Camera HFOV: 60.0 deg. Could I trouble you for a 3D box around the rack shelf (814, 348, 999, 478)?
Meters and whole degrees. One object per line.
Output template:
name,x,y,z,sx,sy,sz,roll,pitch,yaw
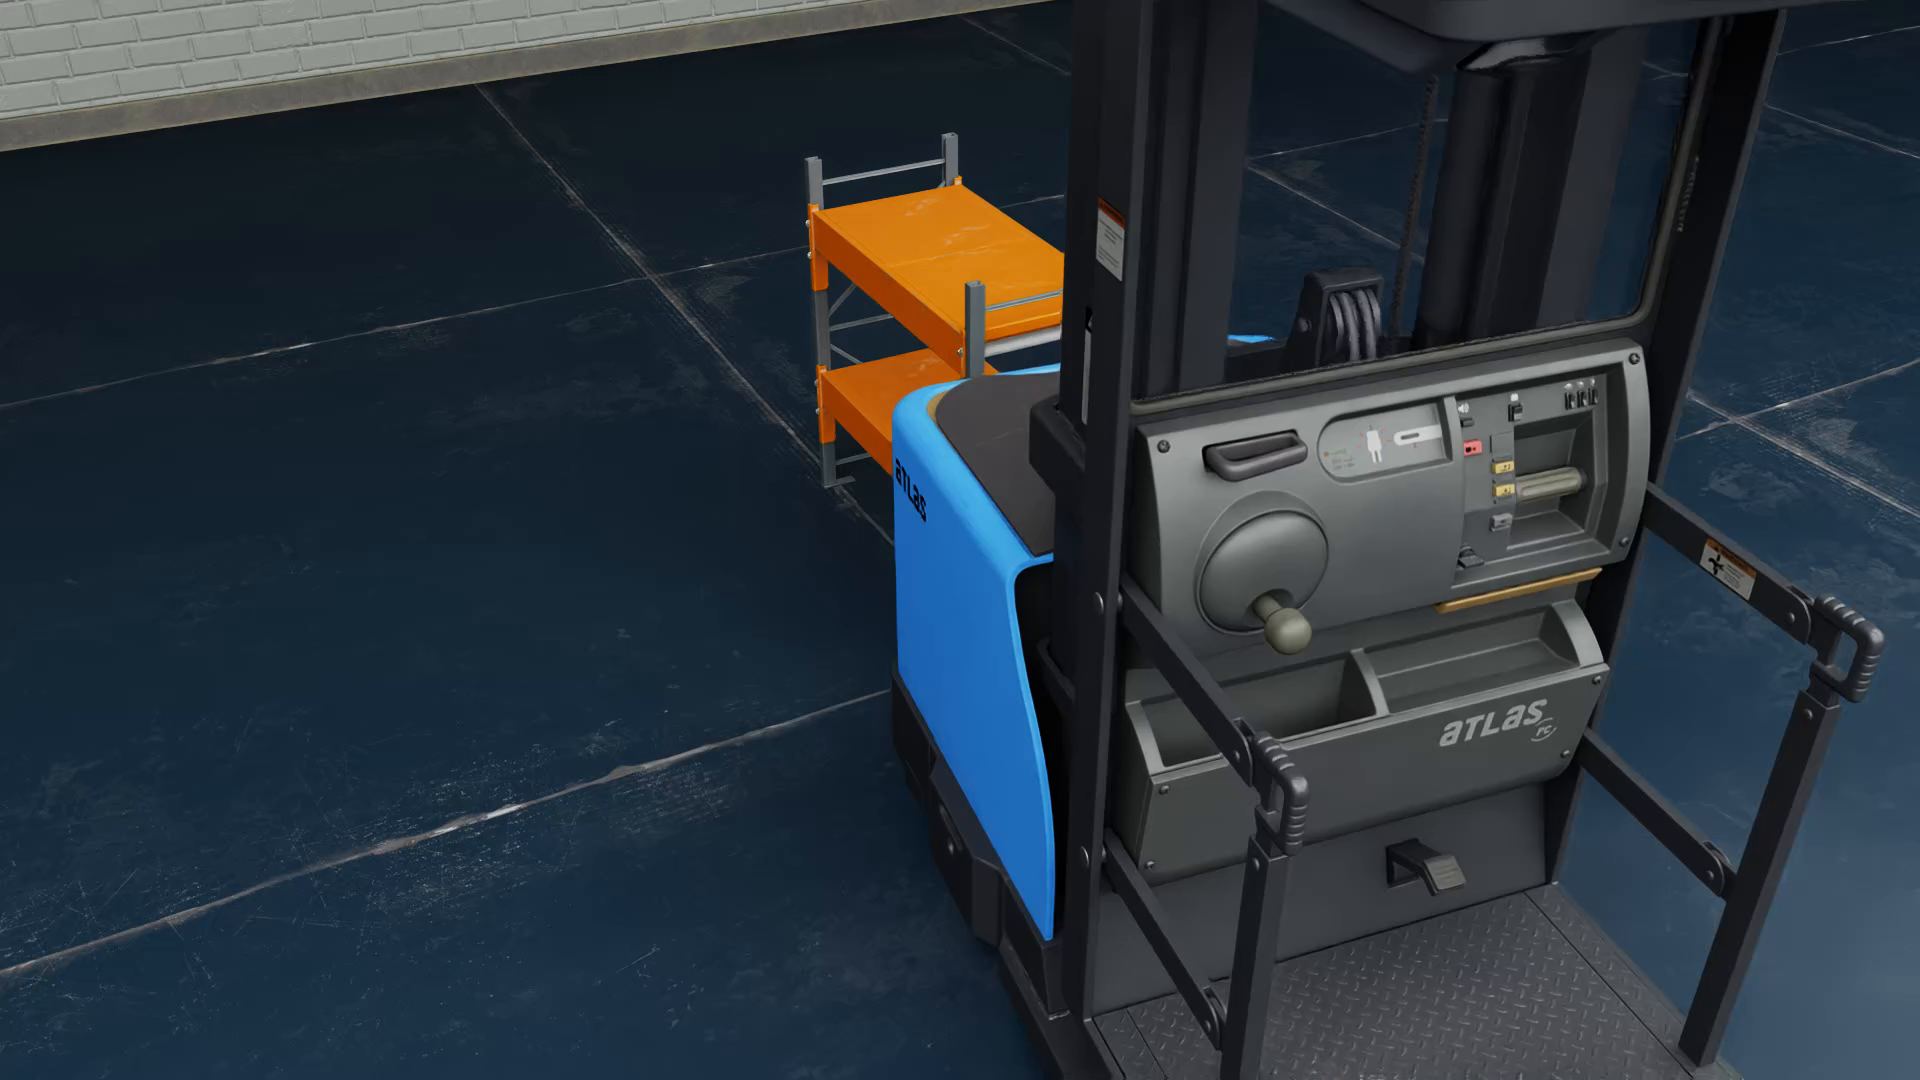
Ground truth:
rack shelf,0.003,-0.265,5.073,0.538,0.278,1.000,-16,36,-23

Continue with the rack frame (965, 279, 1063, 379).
rack frame,0.240,-0.228,4.563,0.500,1.125,0.032,-16,36,-23

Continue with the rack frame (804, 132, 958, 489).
rack frame,-0.234,-0.713,5.320,0.500,1.125,0.032,-16,36,-23

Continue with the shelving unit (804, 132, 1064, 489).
shelving unit,0.003,-0.470,4.942,0.538,1.125,1.048,-16,36,-23

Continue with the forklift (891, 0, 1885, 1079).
forklift,0.810,-0.017,2.560,1.130,2.935,3.031,-11,34,-17

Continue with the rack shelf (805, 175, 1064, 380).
rack shelf,0.003,-0.717,4.784,0.538,0.278,1.000,-16,36,-23
